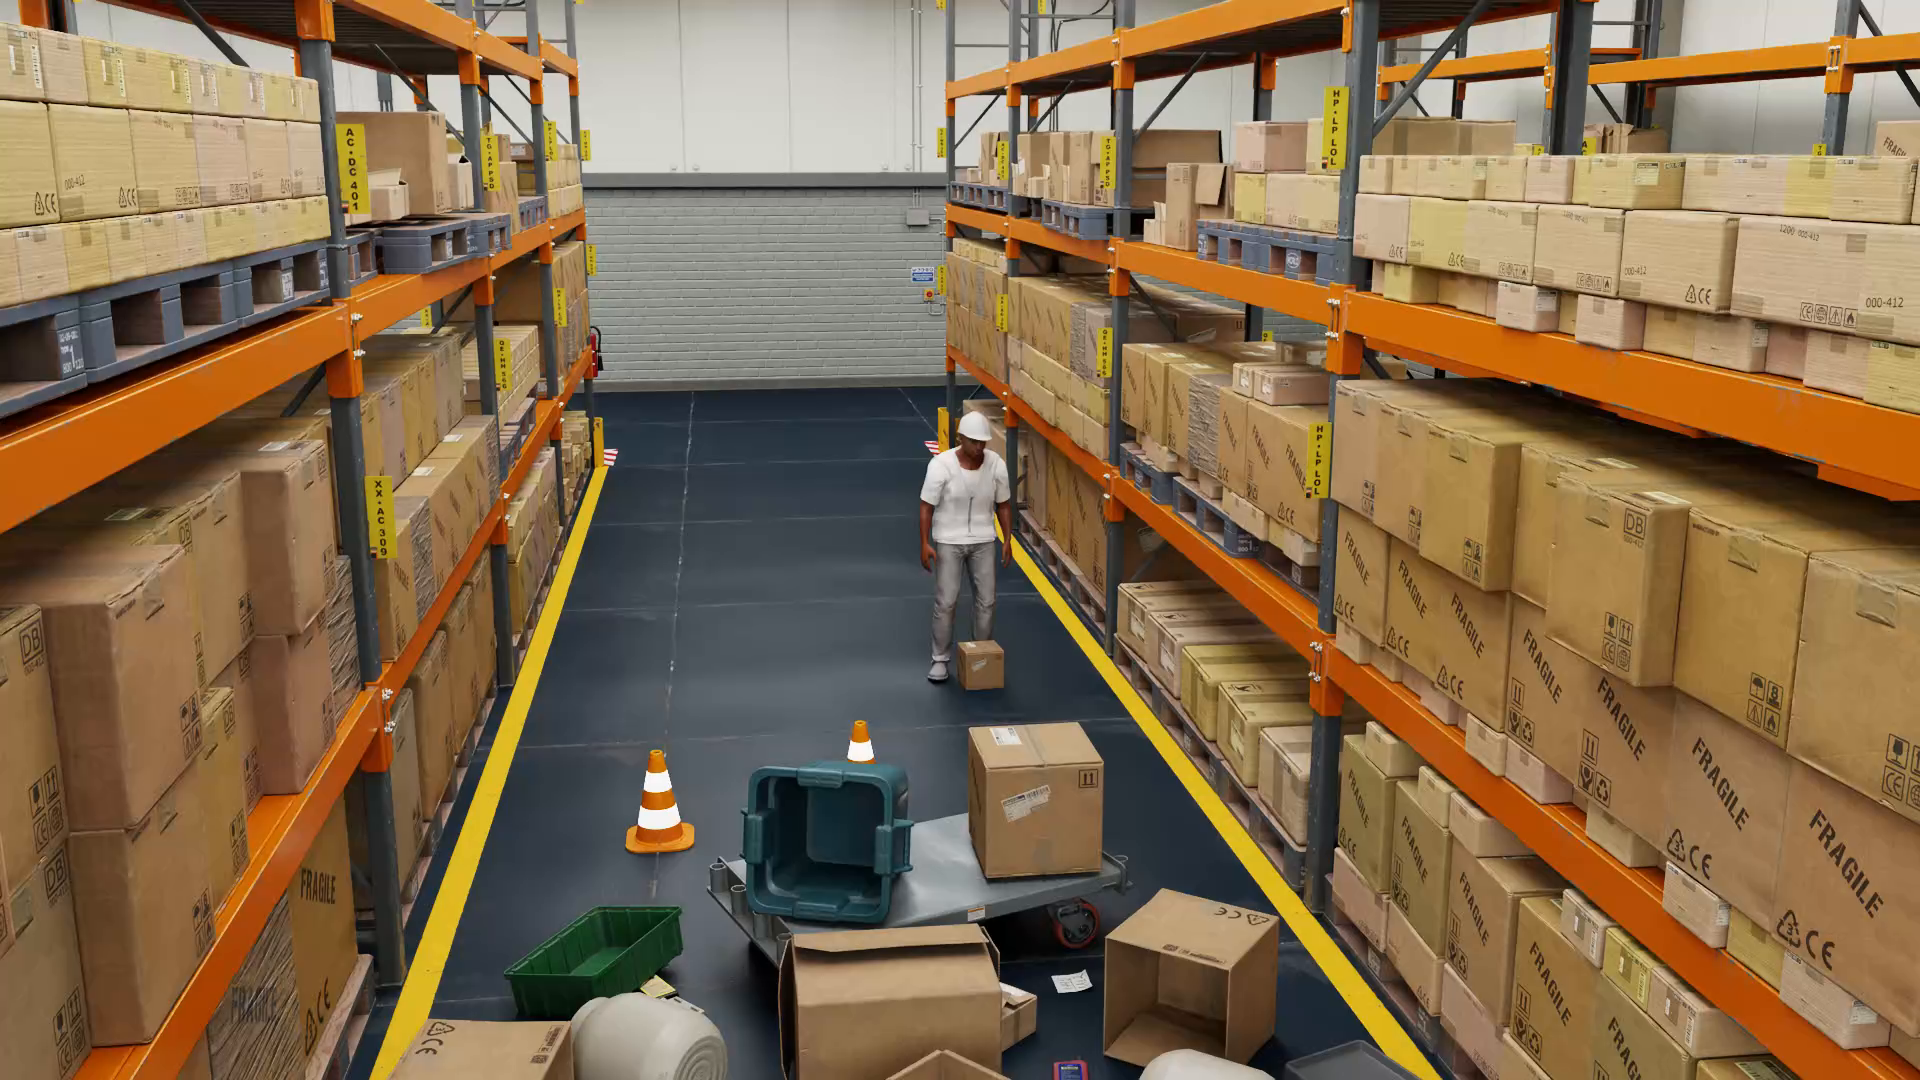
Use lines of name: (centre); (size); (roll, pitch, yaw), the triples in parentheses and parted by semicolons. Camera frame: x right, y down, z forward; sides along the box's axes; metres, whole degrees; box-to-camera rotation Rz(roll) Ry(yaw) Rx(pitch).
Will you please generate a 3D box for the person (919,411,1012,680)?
person: (0.046, 0.029, 10.821); (0.630, 1.759, 0.465); (-3, 13, -14)
